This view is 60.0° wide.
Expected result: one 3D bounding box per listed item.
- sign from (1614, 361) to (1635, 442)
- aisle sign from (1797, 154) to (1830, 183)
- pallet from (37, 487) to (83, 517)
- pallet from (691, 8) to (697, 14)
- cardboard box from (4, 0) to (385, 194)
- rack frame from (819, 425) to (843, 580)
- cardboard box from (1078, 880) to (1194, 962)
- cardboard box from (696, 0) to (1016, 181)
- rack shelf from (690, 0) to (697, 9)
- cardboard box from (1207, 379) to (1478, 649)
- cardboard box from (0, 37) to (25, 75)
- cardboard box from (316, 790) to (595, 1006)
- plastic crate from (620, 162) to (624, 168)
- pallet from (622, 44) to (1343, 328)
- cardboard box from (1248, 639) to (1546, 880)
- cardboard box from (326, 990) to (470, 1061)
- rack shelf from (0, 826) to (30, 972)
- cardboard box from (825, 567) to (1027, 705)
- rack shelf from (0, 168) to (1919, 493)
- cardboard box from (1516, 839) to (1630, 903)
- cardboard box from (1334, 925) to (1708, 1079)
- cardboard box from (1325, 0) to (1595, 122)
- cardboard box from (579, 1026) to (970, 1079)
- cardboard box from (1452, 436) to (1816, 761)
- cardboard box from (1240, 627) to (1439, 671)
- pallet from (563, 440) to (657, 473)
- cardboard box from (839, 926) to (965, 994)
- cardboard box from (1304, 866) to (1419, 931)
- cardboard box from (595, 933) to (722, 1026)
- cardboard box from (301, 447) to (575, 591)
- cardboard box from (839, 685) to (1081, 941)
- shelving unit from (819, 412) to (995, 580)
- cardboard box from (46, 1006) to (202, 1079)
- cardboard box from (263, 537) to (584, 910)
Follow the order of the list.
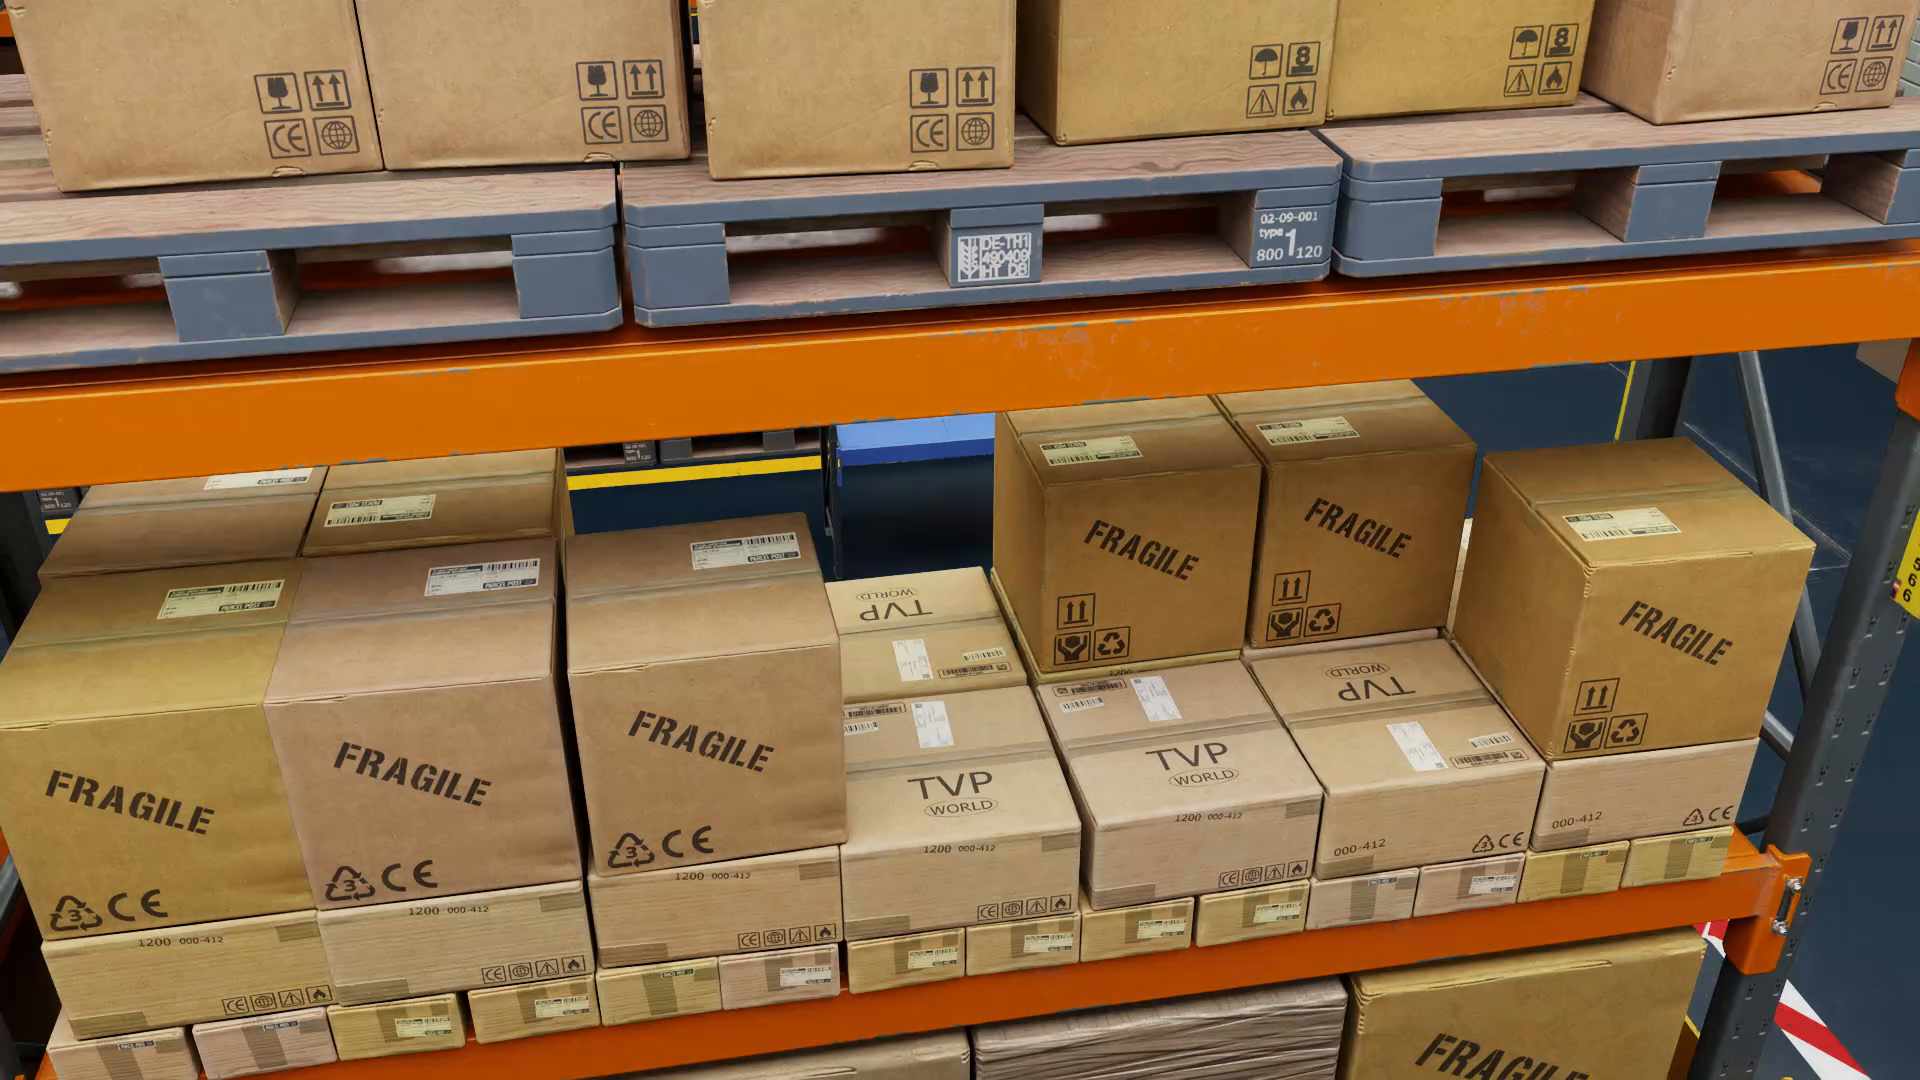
[{"bbox_3d":[1.807,-0.354,4.460,0.005,0.325,0.100,-5,31,-9],"label":"sign"},{"bbox_3d":[1.918,-0.946,3.835,0.004,0.787,0.394,-5,31,-9],"label":"aisle sign"},{"bbox_3d":[-4.895,-0.409,8.237,1.213,0.211,1.003,-5,31,-9],"label":"pallet"},{"bbox_3d":[-2.746,-5.655,17.158,1.213,0.211,1.003,-5,31,-9],"label":"pallet"},{"bbox_3d":[-1.275,-0.966,2.862,0.500,0.500,0.700,-7,31,-12],"label":"cardboard box"},{"bbox_3d":[-0.584,-0.592,7.278,0.032,1.500,0.500,-5,31,-9],"label":"rack frame"},{"bbox_3d":[0.350,0.754,3.757,0.250,0.149,0.380,-5,31,-9],"label":"cardboard box"},{"bbox_3d":[-0.205,-0.990,2.903,0.500,0.500,0.700,-4,31,-7],"label":"cardboard box"},{"bbox_3d":[-1.847,-4.116,12.501,4.000,0.370,1.077,-5,31,-9],"label":"rack shelf"},{"bbox_3d":[0.888,-0.101,4.078,0.500,0.500,0.500,-6,31,-10],"label":"cardboard box"},{"bbox_3d":[-6.817,-3.524,12.075,0.500,0.250,0.500,-4,31,-7],"label":"cardboard box"},{"bbox_3d":[-1.034,0.677,3.494,0.500,0.250,0.500,-5,31,-9],"label":"cardboard box"},{"bbox_3d":[-1.391,-1.796,7.903,0.530,0.282,0.437,-5,31,-9],"label":"plastic crate"},{"bbox_3d":[-0.030,-0.738,3.174,1.213,0.211,1.003,-5,31,-9],"label":"pallet"},{"bbox_3d":[0.973,0.490,3.813,0.500,0.250,0.500,-6,31,-10],"label":"cardboard box"},{"bbox_3d":[-1.166,0.895,3.517,0.250,0.149,0.380,-4,31,-7],"label":"cardboard box"},{"bbox_3d":[-4.001,1.188,3.479,4.000,0.370,1.077,-5,31,-9],"label":"rack shelf"},{"bbox_3d":[-0.137,0.321,4.099,0.500,0.250,0.500,-6,31,-10],"label":"cardboard box"},{"bbox_3d":[-0.067,-0.470,3.340,4.000,0.370,1.077,-5,31,-9],"label":"rack shelf"},{"bbox_3d":[1.354,0.660,3.916,0.250,0.149,0.380,-5,31,-8],"label":"cardboard box"},{"bbox_3d":[1.286,1.164,4.493,0.875,0.875,0.875,-5,31,-9],"label":"cardboard box"},{"bbox_3d":[0.824,-1.164,3.200,0.500,0.500,0.700,-6,31,-11],"label":"cardboard box"},{"bbox_3d":[-0.485,1.328,4.214,0.875,0.875,0.875,-5,31,-9],"label":"cardboard box"},{"bbox_3d":[1.469,0.119,3.703,0.500,0.500,0.500,-5,31,-8],"label":"cardboard box"},{"bbox_3d":[0.870,0.227,4.259,0.500,0.250,0.500,-6,31,-10],"label":"cardboard box"},{"bbox_3d":[-2.210,-0.658,8.661,1.213,0.211,1.003,-5,31,-9],"label":"pallet"},{"bbox_3d":[-0.150,0.800,3.678,0.250,0.149,0.380,-6,31,-10],"label":"cardboard box"},{"bbox_3d":[0.860,0.705,3.840,0.250,0.149,0.380,-5,31,-8],"label":"cardboard box"},{"bbox_3d":[-0.656,0.846,3.599,0.250,0.149,0.380,-6,31,-10],"label":"cardboard box"},{"bbox_3d":[-1.136,0.090,3.752,0.500,0.500,0.500,-5,31,-8],"label":"cardboard box"},{"bbox_3d":[-0.039,0.586,3.649,0.500,0.250,0.500,-5,31,-9],"label":"cardboard box"},{"bbox_3d":[-0.084,-0.639,7.357,1.048,1.500,0.538,-5,31,-9],"label":"shelving unit"},{"bbox_3d":[-1.683,0.943,3.435,0.250,0.149,0.380,-5,31,-9],"label":"cardboard box"},{"bbox_3d":[-1.031,0.352,3.307,0.500,0.500,0.500,-5,31,-9],"label":"cardboard box"}]
